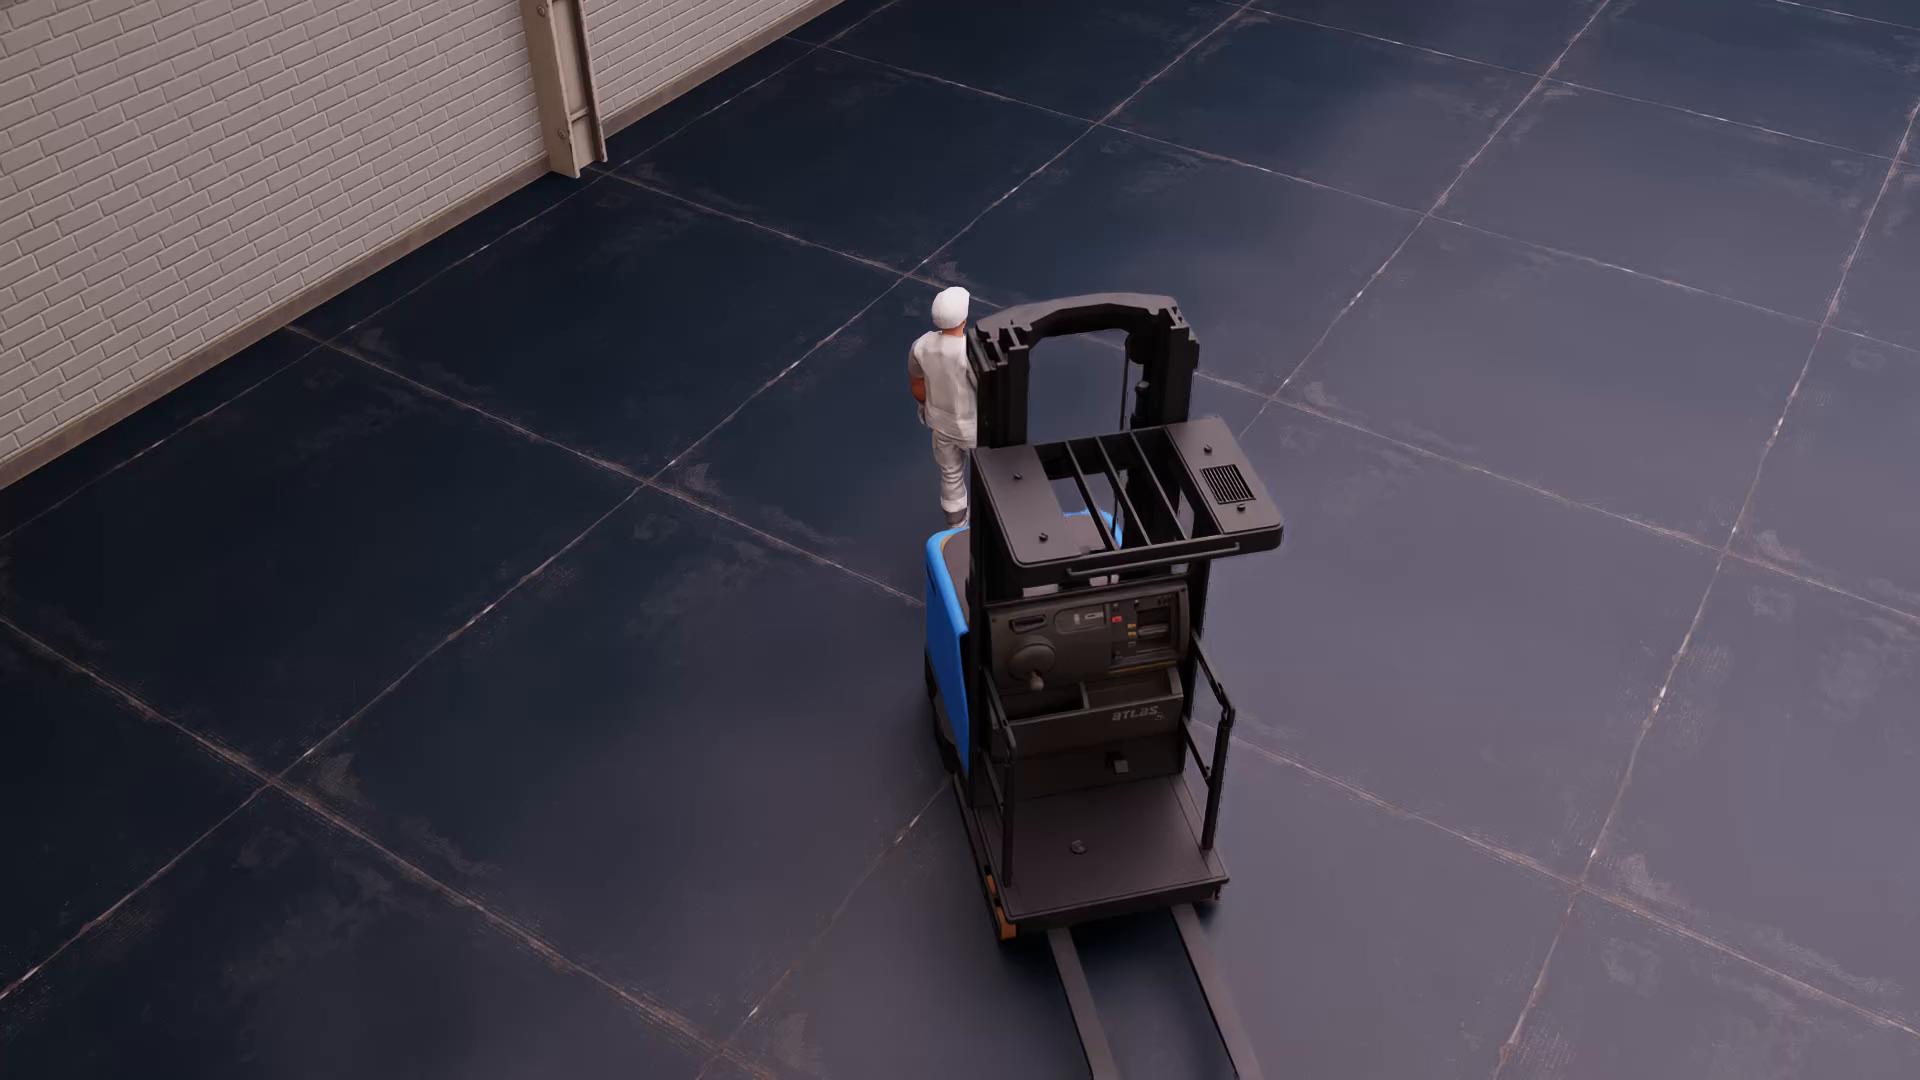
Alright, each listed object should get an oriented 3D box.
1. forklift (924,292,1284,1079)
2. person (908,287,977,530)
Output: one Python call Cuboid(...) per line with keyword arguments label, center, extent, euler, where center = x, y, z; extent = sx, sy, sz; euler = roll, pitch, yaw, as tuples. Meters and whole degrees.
Cuboid(label="forklift", center=(0.638, 0.521, 7.352), extent=(1.130, 2.935, 3.031), euler=(-9, 41, -10))
Cuboid(label="person", center=(0.053, -0.727, 9.697), extent=(0.636, 1.787, 0.564), euler=(22, 45, 24))
